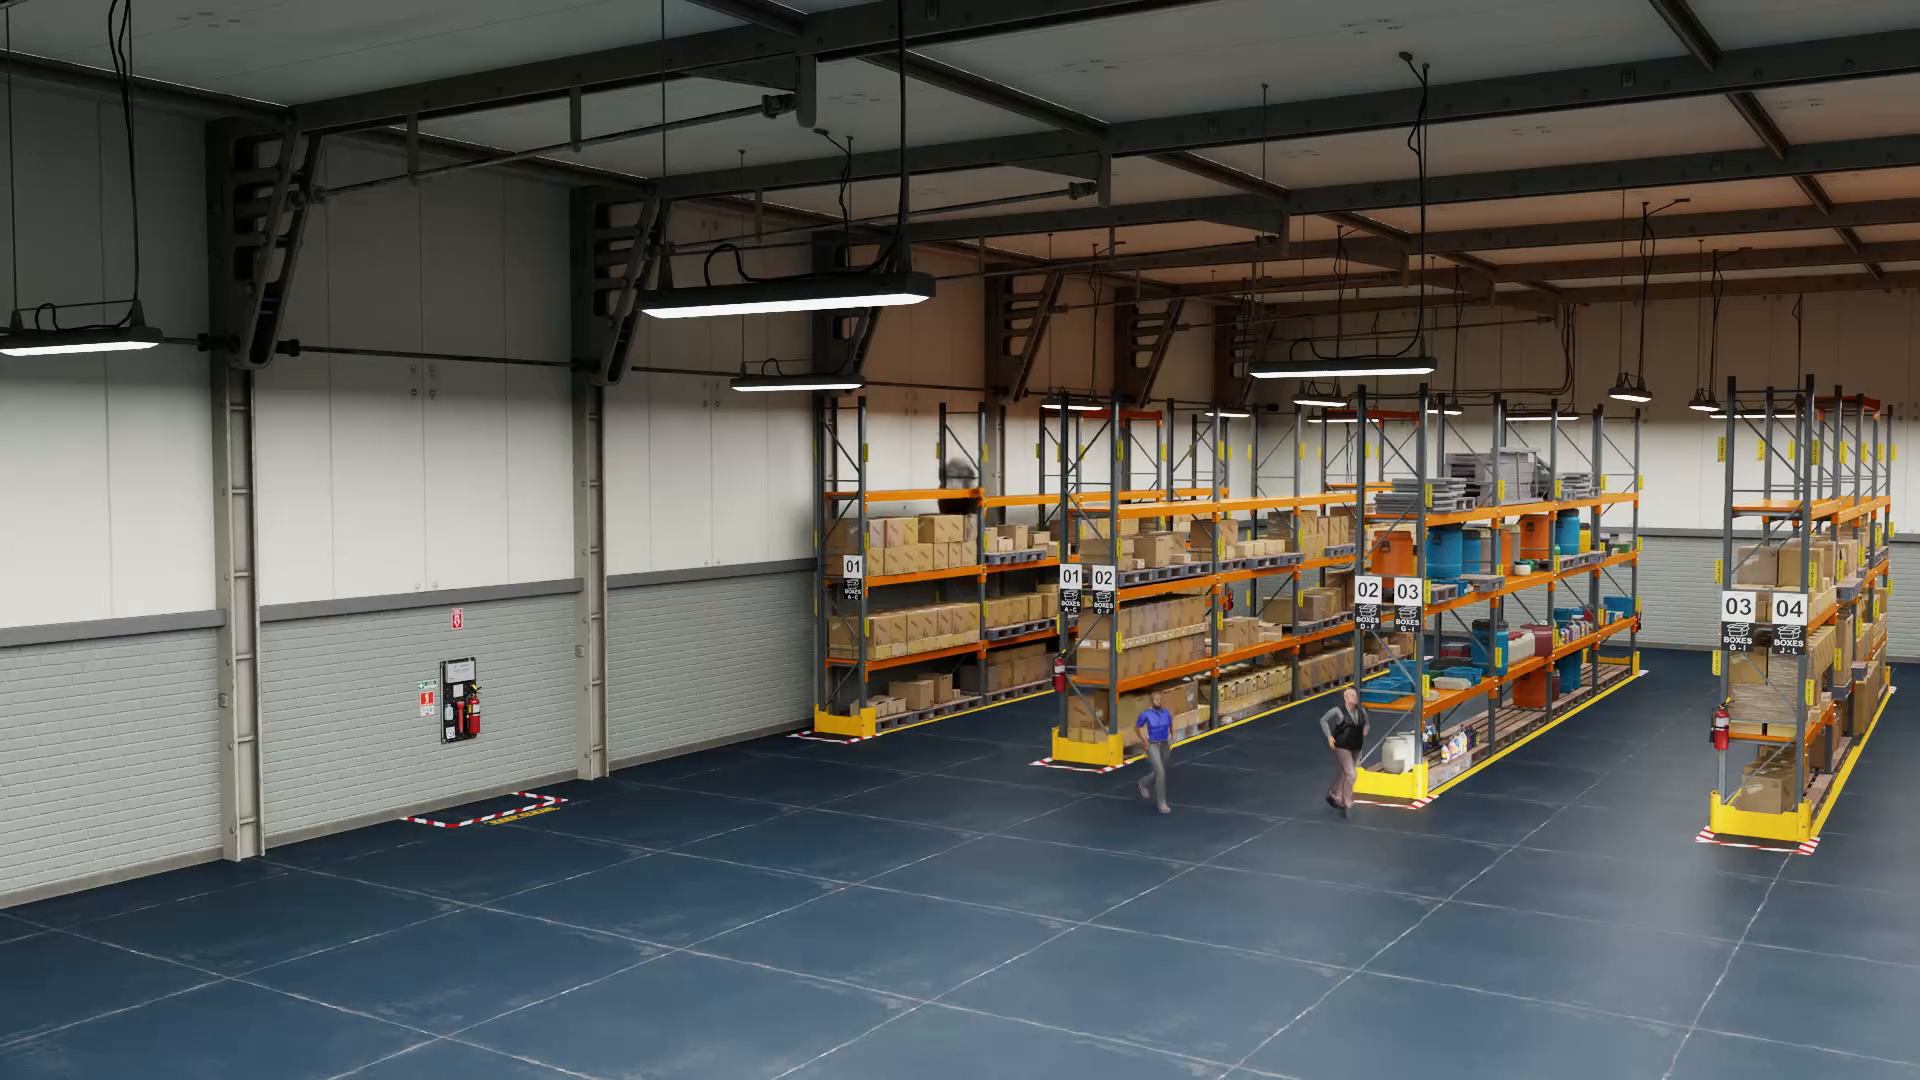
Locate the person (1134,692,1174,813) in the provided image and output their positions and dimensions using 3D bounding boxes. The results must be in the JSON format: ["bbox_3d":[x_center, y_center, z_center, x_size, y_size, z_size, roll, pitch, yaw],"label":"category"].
[{"bbox_3d":[2.762,2.965,23.427,0.573,1.650,0.809,-1,3,-25],"label":"person"}]

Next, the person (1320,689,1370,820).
[{"bbox_3d":[5.363,2.940,23.071,0.657,1.780,0.722,-2,3,-28],"label":"person"}]
